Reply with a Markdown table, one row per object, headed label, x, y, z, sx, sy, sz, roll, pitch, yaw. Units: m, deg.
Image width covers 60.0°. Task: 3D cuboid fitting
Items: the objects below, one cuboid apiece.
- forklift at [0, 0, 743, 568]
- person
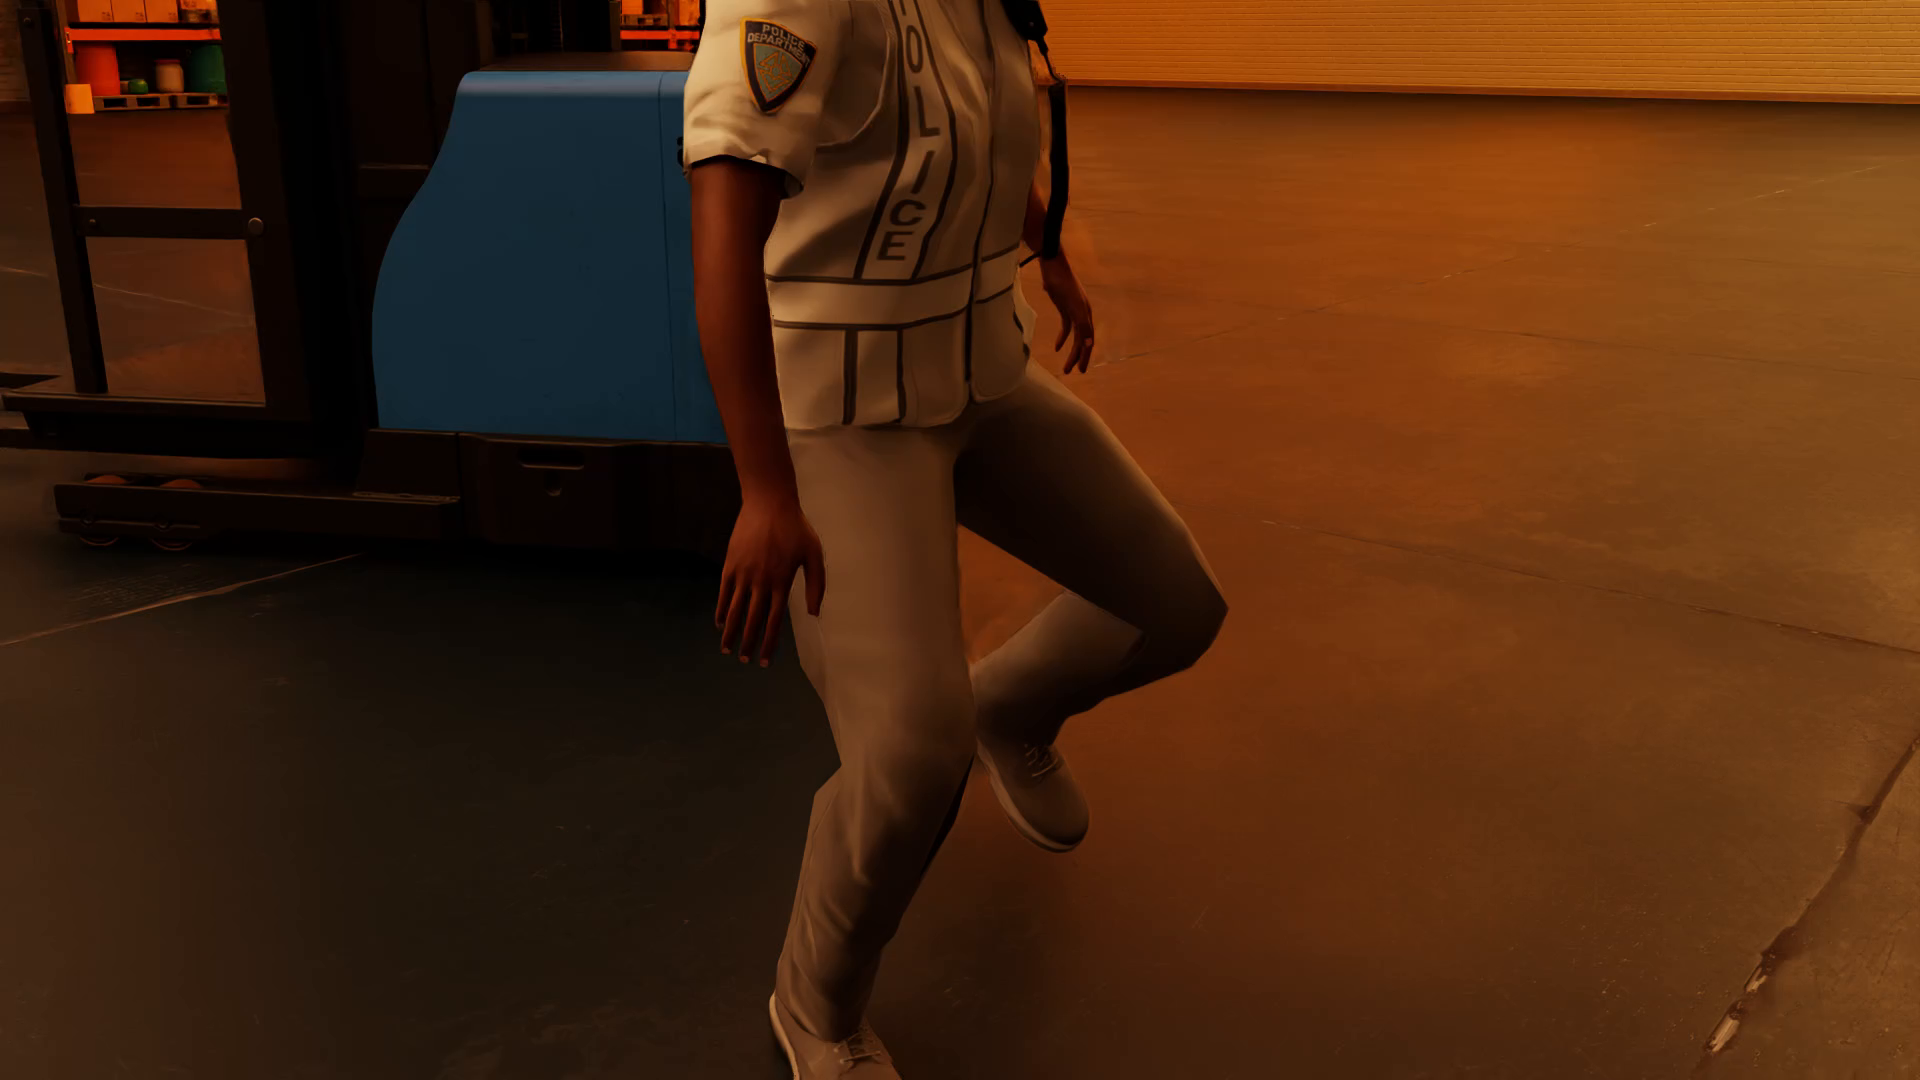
| label | x | y | z | sx | sy | sz | roll | pitch | yaw |
| --- | --- | --- | --- | --- | --- | --- | --- | --- | --- |
| forklift | -1.637 | -1.522 | 3.911 | 3.031 | 2.935 | 1.130 | 3 | 17 | 10 |
| person | -0.026 | -0.149 | 1.863 | 0.494 | 1.552 | 0.910 | 13 | 21 | 37 |
